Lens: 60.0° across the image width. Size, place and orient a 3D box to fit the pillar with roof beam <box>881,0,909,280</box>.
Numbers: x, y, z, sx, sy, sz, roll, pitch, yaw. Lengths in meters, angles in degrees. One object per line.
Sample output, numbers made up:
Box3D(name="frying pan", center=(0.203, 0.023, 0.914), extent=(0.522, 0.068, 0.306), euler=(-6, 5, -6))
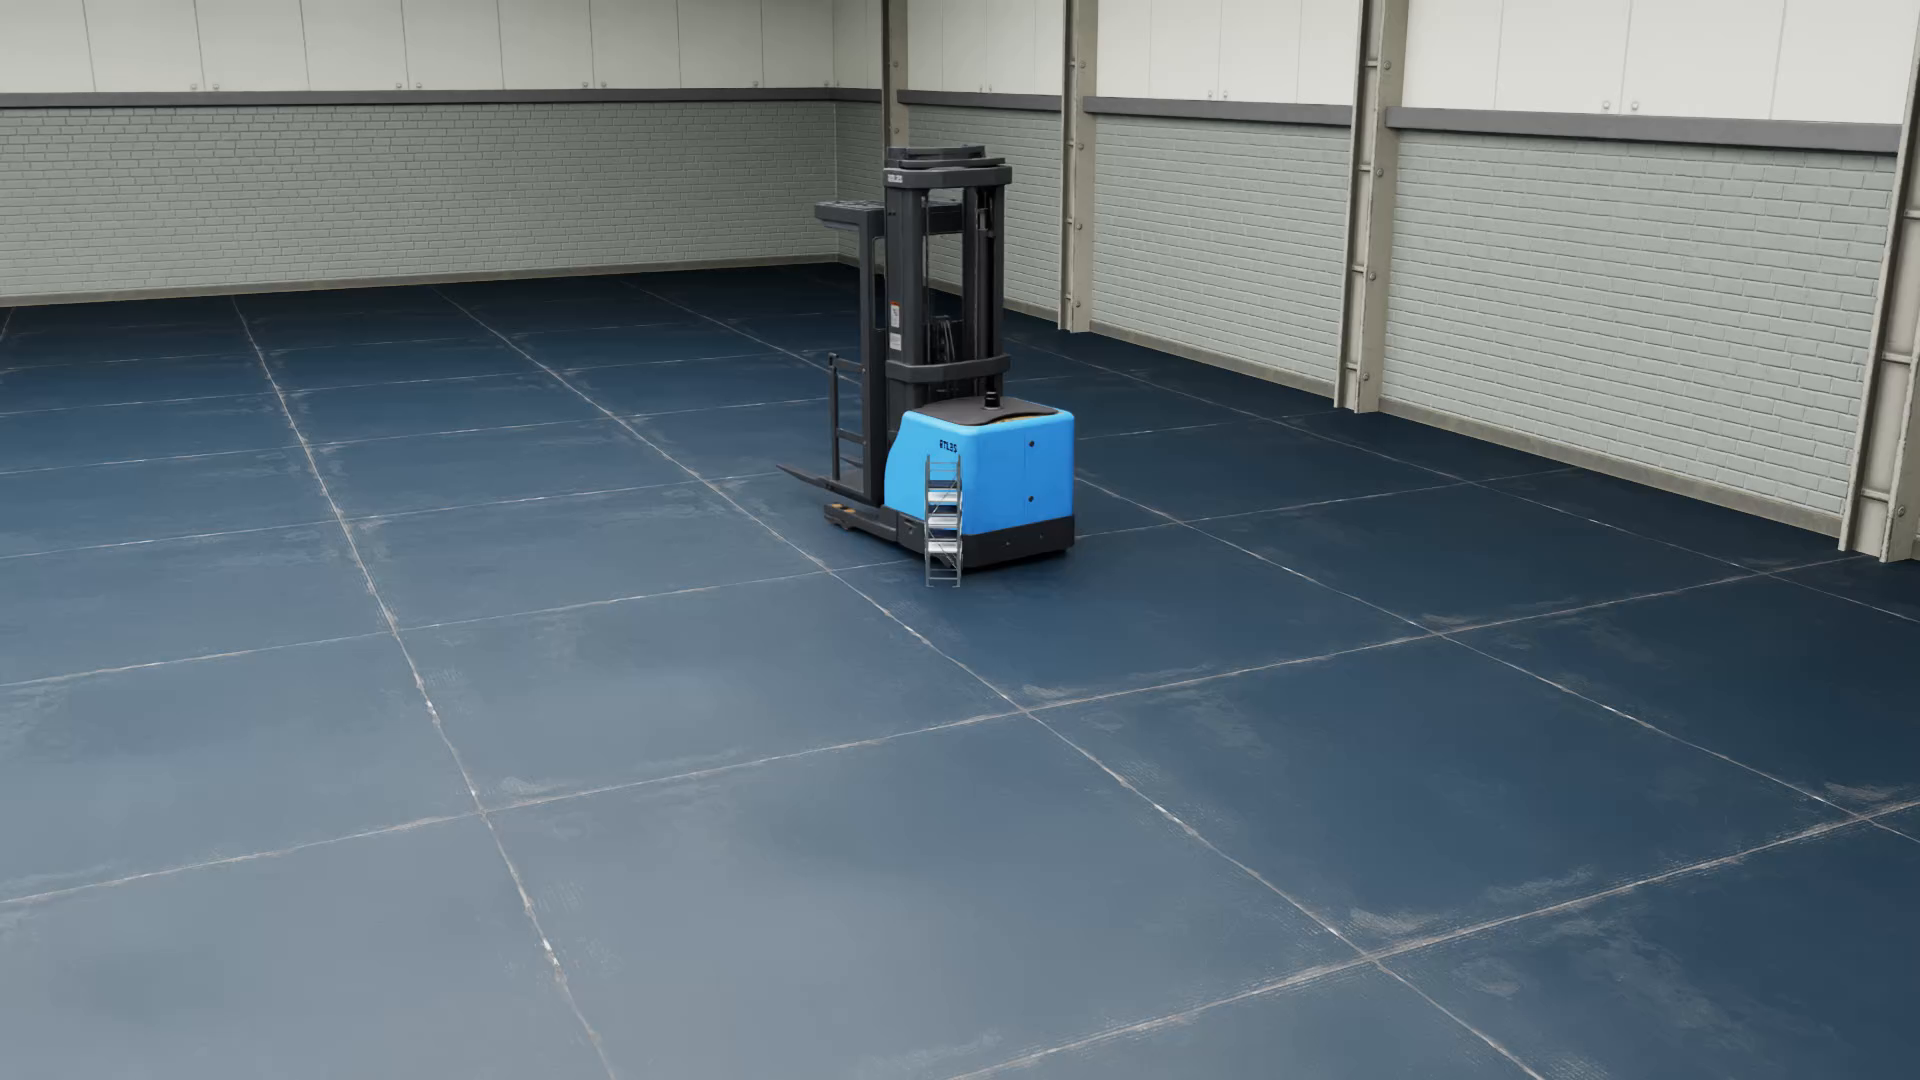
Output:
Box3D(name="pillar with roof beam", center=(-4.929, -8.169, 24.904), extent=(9.100, 9.000, 0.400), euler=(-8, 18, -25))

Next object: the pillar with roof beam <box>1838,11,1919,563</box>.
Box3D(name="pillar with roof beam", center=(2.957, -3.706, 9.351), extent=(9.100, 9.000, 0.400), euler=(-8, 18, -25))

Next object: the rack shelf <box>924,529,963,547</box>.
Box3D(name="rack shelf", center=(-0.115, -0.014, 11.616), extent=(0.258, 0.077, 0.200), euler=(1, 16, 2))

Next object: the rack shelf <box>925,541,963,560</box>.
Box3D(name="rack shelf", center=(-0.115, 0.072, 11.641), extent=(0.258, 0.077, 0.200), euler=(1, 16, 2))

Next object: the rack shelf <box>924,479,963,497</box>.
Box3D(name="rack shelf", center=(-0.115, -0.360, 11.517), extent=(0.258, 0.077, 0.200), euler=(1, 16, 2))

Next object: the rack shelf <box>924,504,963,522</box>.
Box3D(name="rack shelf", center=(-0.115, -0.187, 11.567), extent=(0.258, 0.077, 0.200), euler=(1, 16, 2))

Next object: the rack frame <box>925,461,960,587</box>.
Box3D(name="rack frame", center=(-0.119, -0.105, 11.485), extent=(0.240, 0.900, 0.006), euler=(1, 16, 2))

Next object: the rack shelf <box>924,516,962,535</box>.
Box3D(name="rack shelf", center=(-0.115, -0.101, 11.591), extent=(0.258, 0.077, 0.200), euler=(1, 16, 2))

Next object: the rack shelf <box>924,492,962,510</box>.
Box3D(name="rack shelf", center=(-0.115, -0.274, 11.542), extent=(0.258, 0.077, 0.200), euler=(1, 16, 2))

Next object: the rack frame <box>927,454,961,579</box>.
Box3D(name="rack frame", center=(-0.111, -0.161, 11.680), extent=(0.240, 0.900, 0.006), euler=(1, 16, 2))

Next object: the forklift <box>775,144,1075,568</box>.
Box3D(name="forklift", center=(-0.420, -1.556, 12.858), extent=(1.130, 2.935, 3.031), euler=(-11, 19, -34))

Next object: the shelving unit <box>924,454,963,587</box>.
Box3D(name="shelving unit", center=(-0.115, -0.133, 11.582), extent=(0.258, 0.900, 0.210), euler=(1, 16, 2))

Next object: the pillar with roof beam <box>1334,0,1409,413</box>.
Box3D(name="pillar with roof beam", center=(0.328, -5.194, 14.535), extent=(9.100, 9.000, 0.400), euler=(-8, 18, -25))

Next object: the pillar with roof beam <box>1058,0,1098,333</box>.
Box3D(name="pillar with roof beam", center=(-2.300, -6.682, 19.720), extent=(9.100, 9.000, 0.400), euler=(-8, 18, -25))
